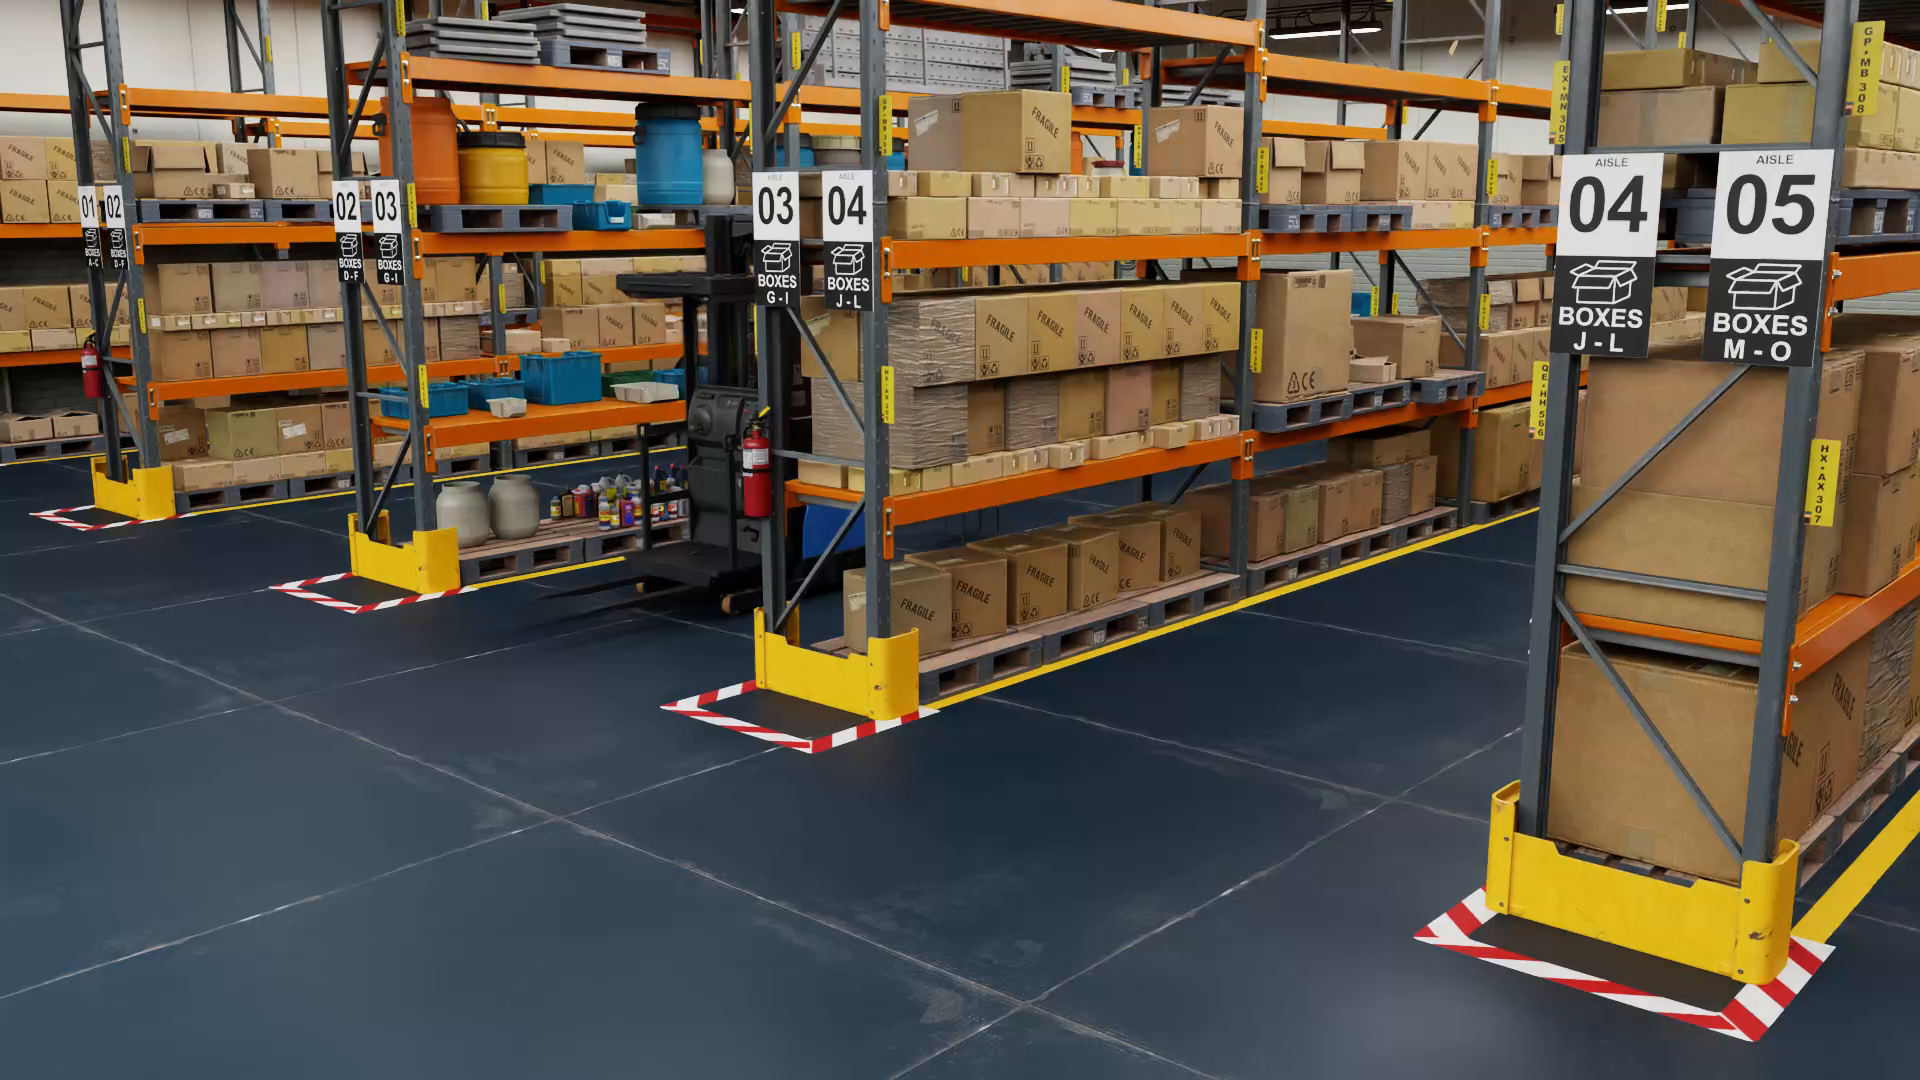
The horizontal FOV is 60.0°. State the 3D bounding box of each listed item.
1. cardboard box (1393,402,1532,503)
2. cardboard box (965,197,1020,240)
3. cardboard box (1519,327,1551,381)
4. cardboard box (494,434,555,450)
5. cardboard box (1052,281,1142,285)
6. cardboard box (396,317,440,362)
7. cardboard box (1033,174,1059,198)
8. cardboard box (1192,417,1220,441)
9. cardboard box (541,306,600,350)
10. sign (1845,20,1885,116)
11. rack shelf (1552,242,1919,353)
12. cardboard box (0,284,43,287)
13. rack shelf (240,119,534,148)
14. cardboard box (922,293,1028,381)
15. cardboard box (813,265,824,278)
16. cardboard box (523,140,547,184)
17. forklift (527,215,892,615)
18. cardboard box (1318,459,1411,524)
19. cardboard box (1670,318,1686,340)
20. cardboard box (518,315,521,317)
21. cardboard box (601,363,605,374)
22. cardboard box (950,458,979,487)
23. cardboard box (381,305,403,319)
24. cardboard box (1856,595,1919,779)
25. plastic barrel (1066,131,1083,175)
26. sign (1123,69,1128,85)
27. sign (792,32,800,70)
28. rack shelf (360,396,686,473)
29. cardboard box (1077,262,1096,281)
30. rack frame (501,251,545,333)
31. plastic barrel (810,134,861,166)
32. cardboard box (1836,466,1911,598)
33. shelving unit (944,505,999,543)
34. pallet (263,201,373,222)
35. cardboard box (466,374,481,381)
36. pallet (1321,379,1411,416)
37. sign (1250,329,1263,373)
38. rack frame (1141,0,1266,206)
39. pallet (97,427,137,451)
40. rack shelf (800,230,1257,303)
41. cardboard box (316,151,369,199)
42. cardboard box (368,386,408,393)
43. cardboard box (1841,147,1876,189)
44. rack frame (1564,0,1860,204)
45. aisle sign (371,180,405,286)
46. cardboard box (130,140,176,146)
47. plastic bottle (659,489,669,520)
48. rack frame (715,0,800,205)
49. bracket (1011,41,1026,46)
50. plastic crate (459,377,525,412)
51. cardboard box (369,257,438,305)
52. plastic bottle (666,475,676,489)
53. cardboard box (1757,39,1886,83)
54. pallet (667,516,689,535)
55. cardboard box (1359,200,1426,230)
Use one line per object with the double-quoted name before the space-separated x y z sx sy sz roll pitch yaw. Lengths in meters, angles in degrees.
"cardboard box" 4.926 -0.921 16.557 1.225 0.875 0.875 9 14 38
"cardboard box" 0.022 -1.993 10.295 0.500 0.250 0.500 9 15 39
"cardboard box" 5.655 -1.896 16.828 0.500 0.500 0.500 9 15 39
"cardboard box" -5.172 -1.236 19.729 0.500 0.250 0.500 9 15 39
"cardboard box" 0.998 -1.648 12.276 0.500 0.500 0.500 10 15 40
"cardboard box" -6.256 -2.256 18.631 0.700 0.500 0.500 10 15 40
"cardboard box" 0.414 -2.272 10.673 0.380 0.149 0.250 9 14 38
"cardboard box" 1.722 -0.842 12.447 0.380 0.149 0.250 10 15 40
"cardboard box" -4.757 -2.589 20.297 0.500 0.500 0.500 -11 16 -43
"sign" 3.246 -1.691 5.966 0.100 0.325 0.005 10 15 40
"rack shelf" 4.154 -1.238 7.967 1.077 0.370 4.000 10 15 40
"cardboard box" -11.497 -2.876 20.410 0.500 0.500 0.500 10 15 41
"rack shelf" -8.027 -5.678 23.563 1.077 0.370 4.000 10 15 40
"cardboard box" 0.077 -1.285 10.458 0.500 0.500 0.500 10 15 40
"cardboard box" -2.737 -4.608 29.897 0.980 0.700 0.700 9 14 38
"cardboard box" -5.187 -4.408 19.399 0.500 0.500 0.500 10 15 41
"forklift" -1.896 -0.983 12.690 1.130 2.935 3.031 9 15 39
"cardboard box" 3.671 -0.464 15.174 0.700 0.500 0.500 8 14 36
"cardboard box" 8.272 -2.504 19.752 0.500 0.250 0.500 10 15 42
"cardboard box" -6.685 -3.547 25.943 0.380 0.149 0.250 10 15 41
"cardboard box" -6.123 -2.823 26.141 0.750 0.750 0.750 10 15 40
"cardboard box" -0.103 -0.439 10.429 0.380 0.149 0.250 10 15 40
"cardboard box" -6.316 -2.501 18.203 0.380 0.149 0.250 10 15 40
"cardboard box" 4.414 0.639 8.746 0.875 0.875 0.875 10 15 41
"plastic barrel" 1.112 -4.269 19.141 0.600 0.830 0.708 10 15 40
"sign" 2.701 -7.520 27.135 0.100 0.325 0.005 10 15 40
"sign" -1.500 -4.477 15.224 0.100 0.325 0.005 10 15 40
"rack shelf" -3.226 -1.063 14.752 1.077 0.370 4.000 10 15 40
"cardboard box" 1.877 -4.481 27.217 0.500 0.500 0.500 10 15 42
"rack frame" -6.707 -3.580 25.514 1.000 3.000 0.127 10 15 40
"plastic barrel" -1.301 -3.626 16.809 0.600 0.901 0.600 0 11 0
"cardboard box" 3.855 -0.109 7.756 0.875 0.550 0.550 10 15 40
"shelving unit" 0.109 -0.613 15.254 0.258 1.200 0.503 10 15 40
"pallet" -6.973 -3.471 17.539 1.003 0.211 1.213 10 15 40
"cardboard box" -7.571 -2.396 24.848 0.700 0.500 0.500 10 15 40
"pallet" 3.179 -1.268 14.429 1.003 0.211 1.213 10 15 40
"sign" 2.227 -1.425 12.518 0.100 0.325 0.005 10 15 40
"rack frame" 1.815 -4.012 12.361 1.000 3.000 0.127 10 15 40
"pallet" -10.570 -1.340 21.421 1.003 0.211 1.213 10 15 40
"rack shelf" 0.495 -1.894 11.252 1.077 0.370 4.000 10 15 40
"cardboard box" -6.806 -3.922 17.874 0.637 0.503 0.797 -10 15 -41
"cardboard box" -6.490 -1.474 19.006 0.500 0.500 0.500 10 15 40
"cardboard box" 3.301 -1.437 6.442 0.380 0.149 0.250 10 15 41
"rack frame" 2.833 -2.767 6.129 1.000 3.000 0.127 10 15 40
"aisle sign" -4.374 -2.348 12.711 0.394 0.787 0.004 10 15 40
"cardboard box" -10.165 -4.742 20.818 0.500 0.500 0.500 9 14 38
"plastic bottle" -2.689 -0.321 15.042 0.097 0.271 0.097 0 11 0
"rack frame" -1.906 -4.652 15.567 1.000 3.000 0.127 10 15 40
"bracket" 1.421 -10.250 34.403 0.076 0.066 3.189 10 15 40
"plastic crate" -4.008 -1.256 14.260 0.499 0.251 0.408 10 15 40
"cardboard box" -6.245 -2.896 18.523 0.700 0.500 0.500 10 15 40
"plastic bottle" -2.755 -0.486 15.868 0.097 0.271 0.097 0 11 0
"cardboard box" 3.293 -1.827 6.359 0.380 0.149 0.250 10 15 41
"pallet" -2.380 -0.250 15.960 1.003 0.211 1.213 10 15 40
"cardboard box" 3.675 -2.806 14.365 0.500 0.250 0.500 10 15 42
